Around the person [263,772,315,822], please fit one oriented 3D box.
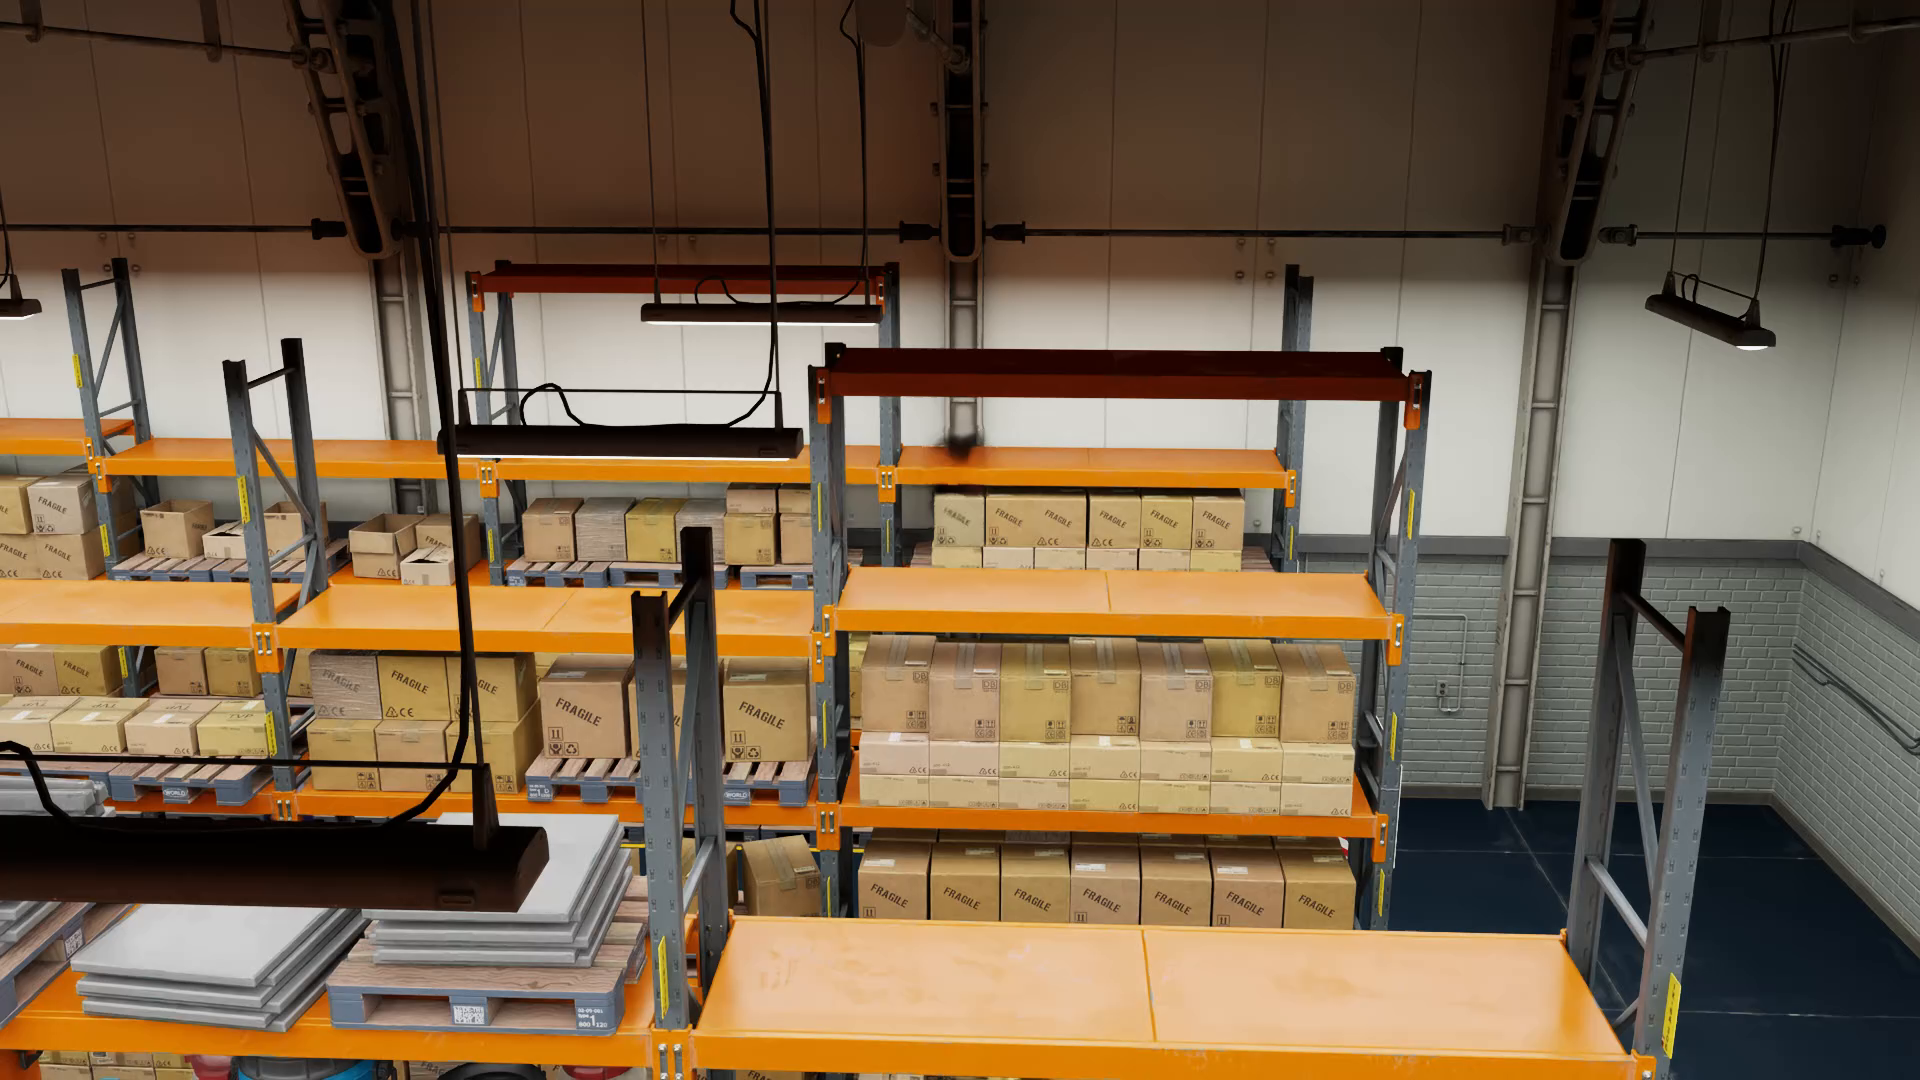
[{"bbox_3d":[-6.614,2.696,16.355,0.441,1.643,0.480,14,21,40],"label":"person"}]
